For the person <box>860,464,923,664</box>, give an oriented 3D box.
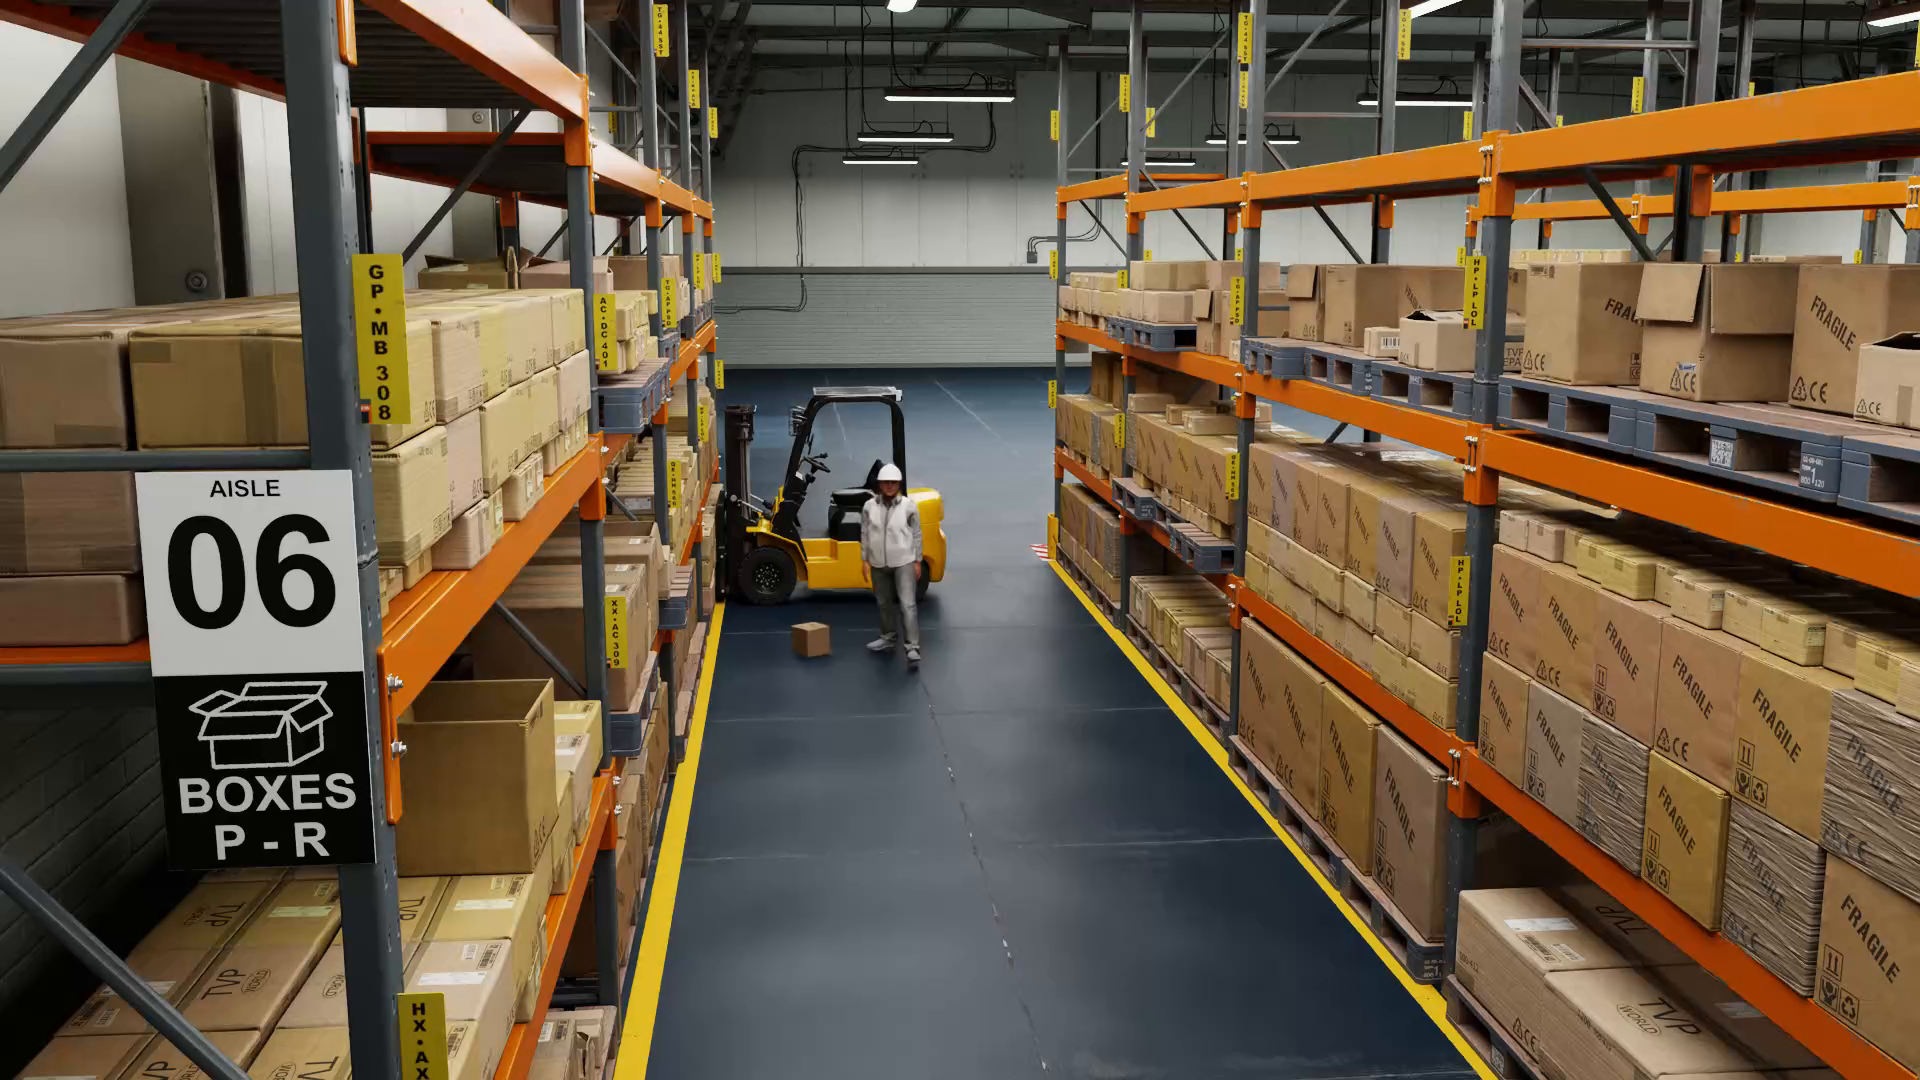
[{"bbox_3d":[-0.579,0.195,14.652,0.679,1.736,0.841,3,10,15],"label":"person"}]
